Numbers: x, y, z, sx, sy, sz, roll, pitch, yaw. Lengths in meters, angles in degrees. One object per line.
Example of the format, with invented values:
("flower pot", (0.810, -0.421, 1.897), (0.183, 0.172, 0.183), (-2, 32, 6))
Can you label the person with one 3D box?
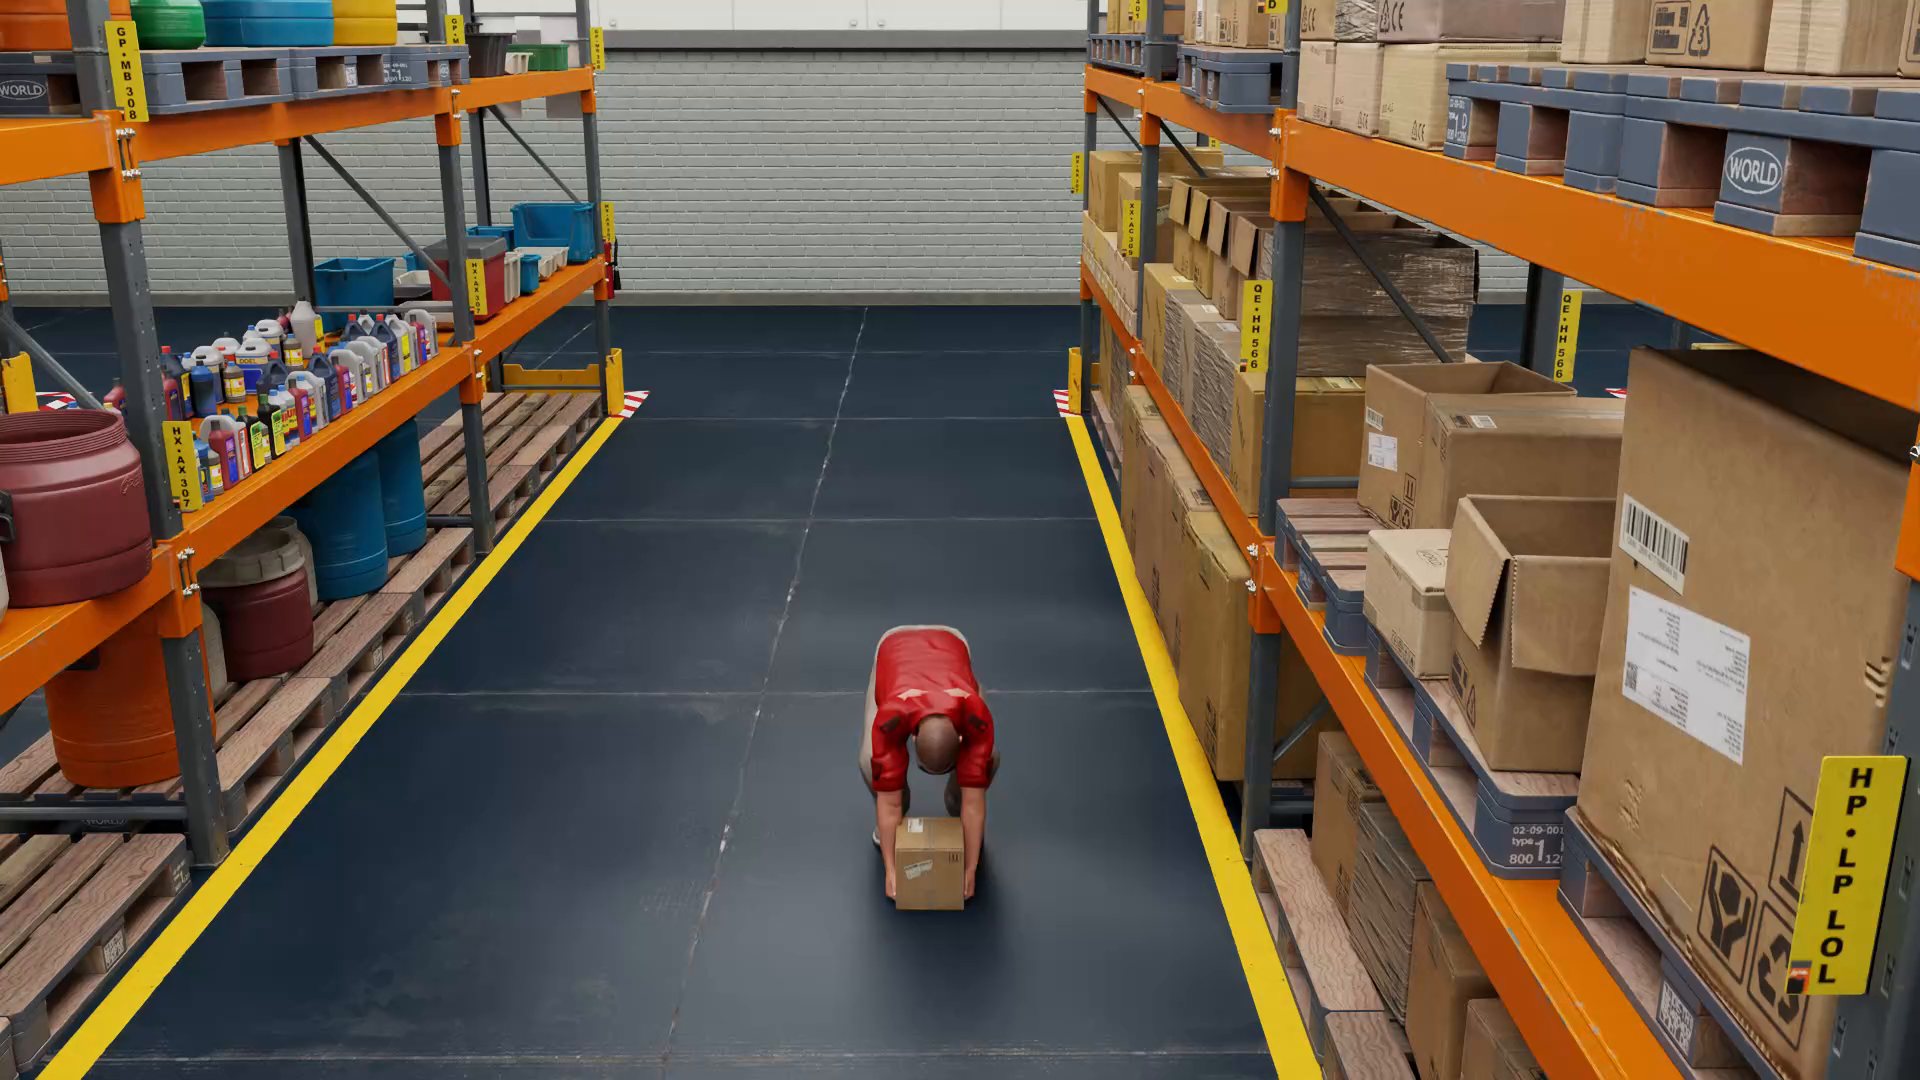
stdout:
("person", (-0.118, 0.828, 6.383), (0.545, 0.867, 0.957), (-1, 17, -3))
